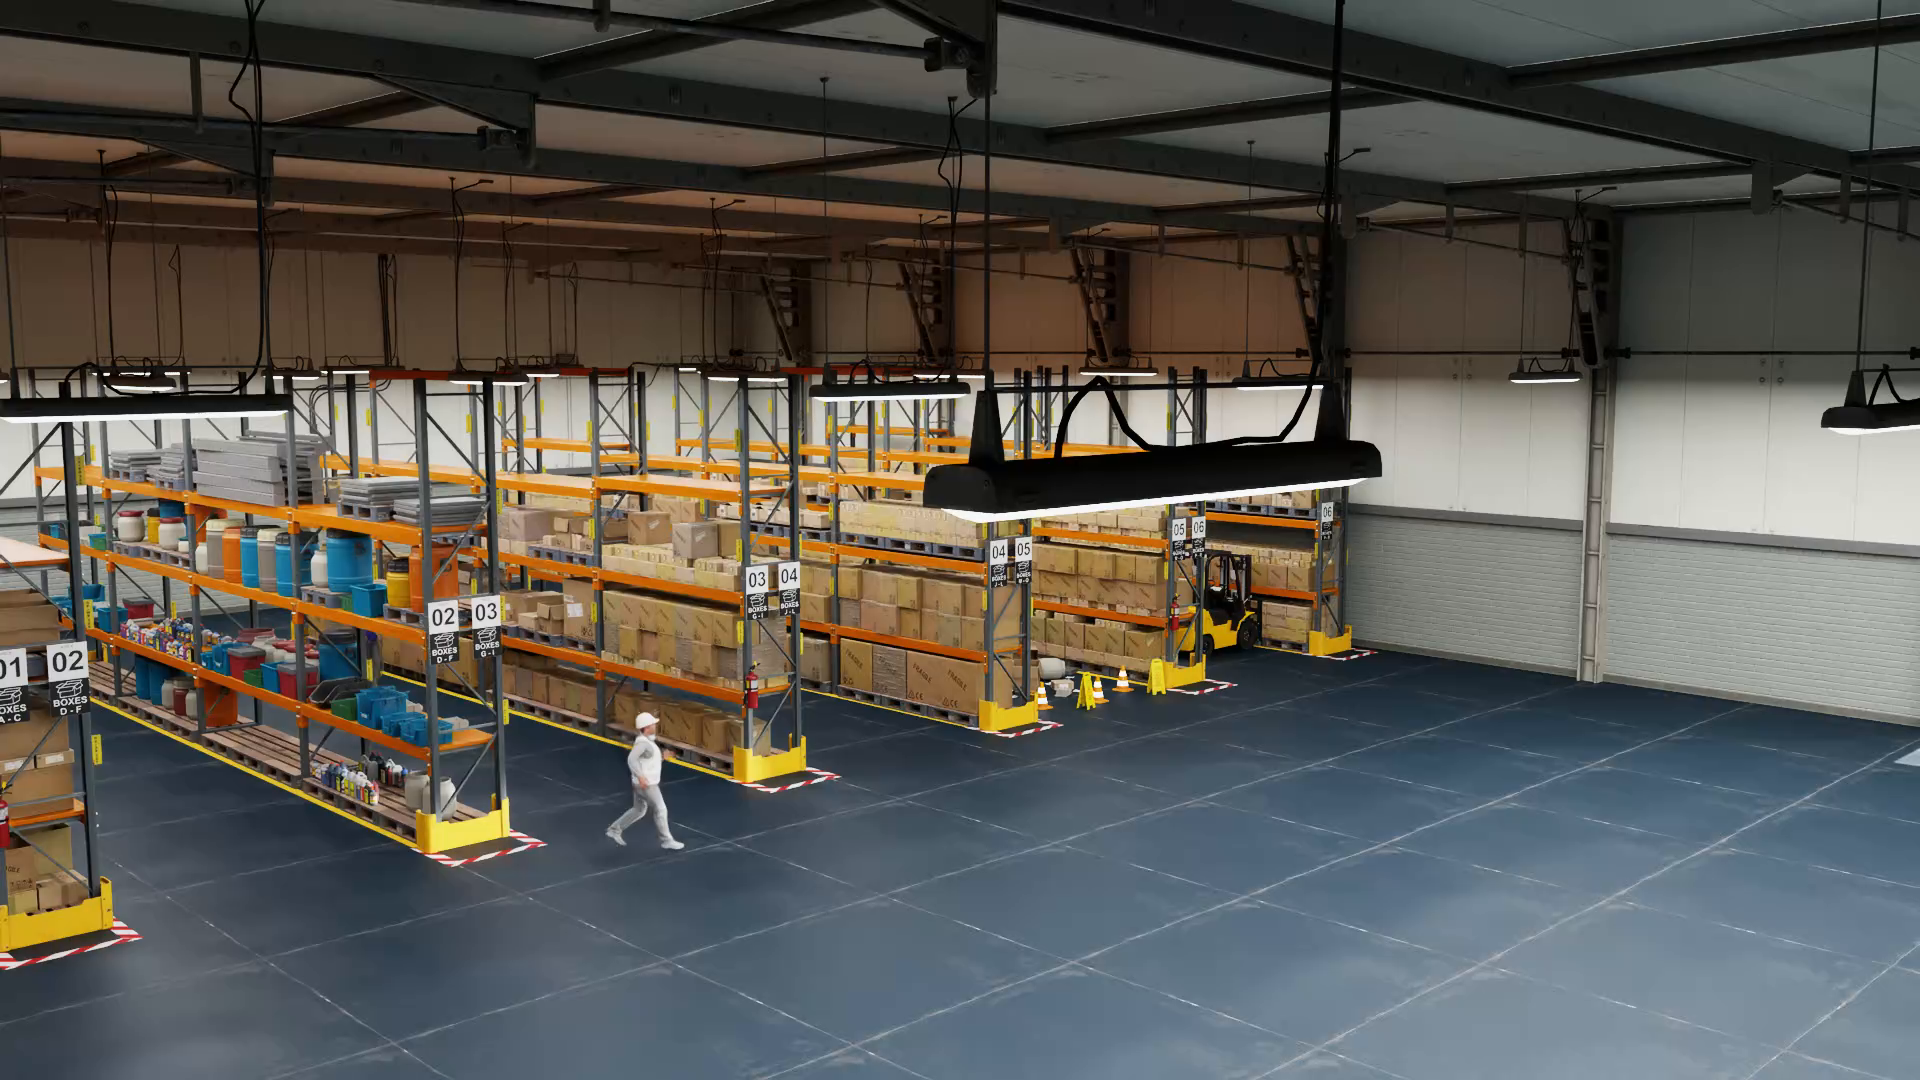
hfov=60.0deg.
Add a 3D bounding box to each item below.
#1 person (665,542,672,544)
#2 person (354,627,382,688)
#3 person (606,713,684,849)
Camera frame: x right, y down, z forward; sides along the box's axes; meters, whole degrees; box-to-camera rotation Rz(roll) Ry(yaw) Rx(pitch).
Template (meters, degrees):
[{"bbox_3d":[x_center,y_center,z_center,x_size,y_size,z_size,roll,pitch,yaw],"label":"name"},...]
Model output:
[{"bbox_3d":[-7.736,0.528,44.051,0.753,1.683,0.744,-2,7,-18],"label":"person"},{"bbox_3d":[-11.158,2.010,31.325,0.791,1.636,0.578,5,8,38],"label":"person"},{"bbox_3d":[-3.989,3.054,21.007,0.971,1.765,0.654,-2,7,-16],"label":"person"}]
